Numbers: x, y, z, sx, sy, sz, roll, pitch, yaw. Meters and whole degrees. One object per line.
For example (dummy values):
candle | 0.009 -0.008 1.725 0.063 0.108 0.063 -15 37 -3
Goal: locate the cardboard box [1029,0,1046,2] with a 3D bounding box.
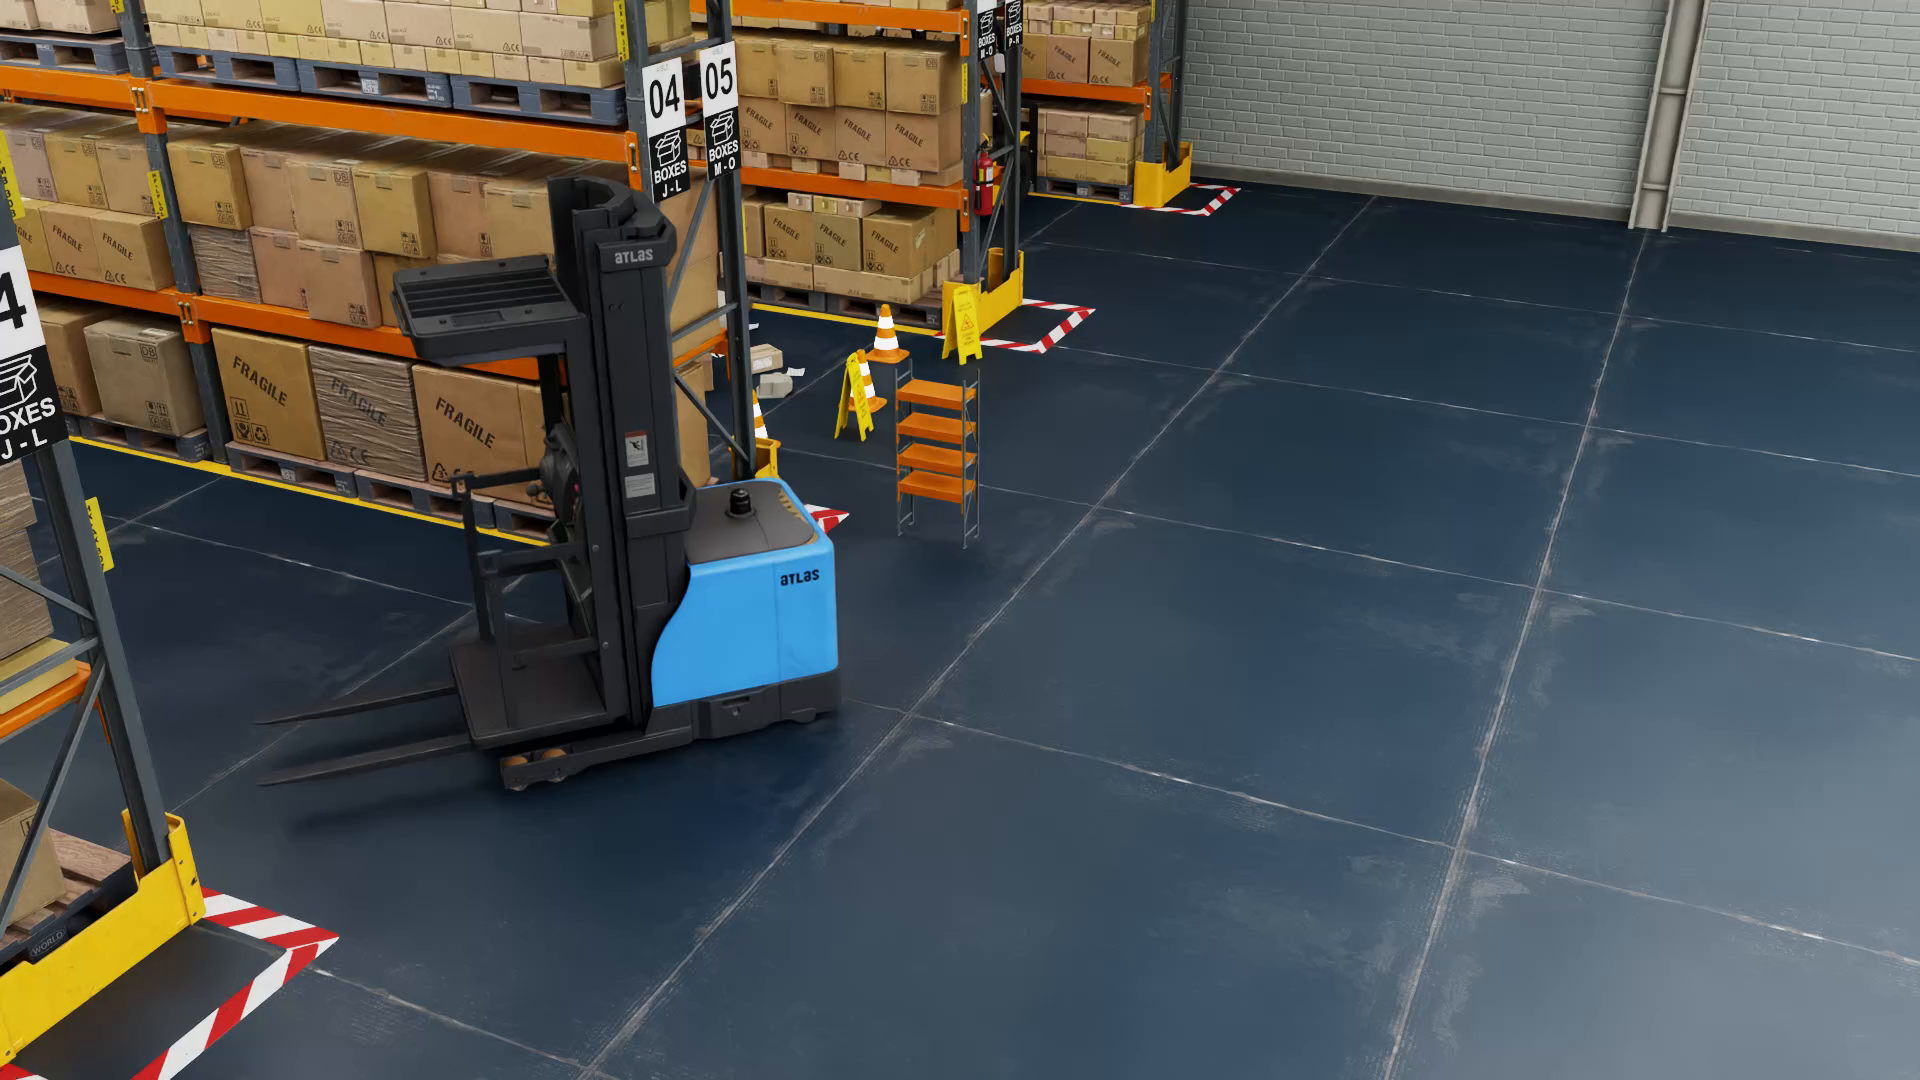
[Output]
cardboard box | 0.983 -6.285 19.436 0.250 0.149 0.380 11 28 21

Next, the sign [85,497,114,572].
sign | -3.590 -0.013 6.901 0.005 0.325 0.100 11 28 22

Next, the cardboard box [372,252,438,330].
cardboard box | -3.493 -1.824 11.390 0.500 0.550 0.875 11 28 22

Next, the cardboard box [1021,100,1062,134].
cardboard box | 0.860 -4.929 19.371 0.500 0.250 0.500 12 29 22

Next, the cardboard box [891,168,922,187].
cardboard box | -0.418 -3.263 14.765 0.250 0.149 0.380 11 28 21

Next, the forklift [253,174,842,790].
forklift | -2.225 -0.286 8.512 3.031 2.935 1.130 -10 28 -20

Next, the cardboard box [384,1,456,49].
cardboard box | -3.142 -3.189 10.179 0.500 0.250 0.500 11 28 22

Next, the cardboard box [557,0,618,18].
cardboard box | -2.117 -3.132 9.612 0.250 0.149 0.380 12 29 22

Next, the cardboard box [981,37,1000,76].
cardboard box | 0.385 -5.697 19.312 0.500 0.500 0.500 12 28 22

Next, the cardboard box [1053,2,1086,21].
cardboard box | 1.243 -5.983 18.822 0.250 0.149 0.380 12 28 22

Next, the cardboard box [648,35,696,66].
cardboard box | -1.849 -3.040 10.329 0.250 0.149 0.380 12 28 22

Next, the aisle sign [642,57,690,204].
aisle sign | -1.729 -2.415 9.816 0.004 0.787 0.394 11 28 22

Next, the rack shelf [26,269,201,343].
rack shelf | -7.131 -2.157 13.049 4.000 0.370 1.077 11 28 22

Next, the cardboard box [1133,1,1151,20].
cardboard box | 2.121 -6.004 18.865 0.250 0.149 0.380 11 28 21

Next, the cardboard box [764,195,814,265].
cardboard box | -1.483 -2.913 15.560 0.500 0.500 0.500 11 28 21

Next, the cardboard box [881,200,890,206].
cardboard box | -0.832 -3.039 15.816 0.500 0.500 0.500 10 28 20

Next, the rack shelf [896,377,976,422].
rack shelf | -0.151 -0.921 10.873 0.480 0.148 0.258 11 28 22

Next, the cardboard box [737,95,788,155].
cardboard box | -1.682 -3.845 15.213 0.500 0.500 0.500 12 29 22

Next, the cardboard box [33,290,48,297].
cardboard box | -7.638 -1.718 13.416 0.750 0.750 1.050 12 29 23

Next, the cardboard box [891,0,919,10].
cardboard box | -0.393 -4.609 14.105 0.250 0.149 0.380 12 28 22

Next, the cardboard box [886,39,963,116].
cardboard box | -0.268 -4.024 14.445 0.500 0.500 0.700 11 28 21

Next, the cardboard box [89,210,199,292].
cardboard box | -5.897 -2.147 12.101 0.500 0.500 0.500 11 28 21

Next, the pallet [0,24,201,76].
pallet | -6.166 -3.522 11.827 1.217 0.209 0.805 10 28 20

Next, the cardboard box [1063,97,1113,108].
cardboard box | 1.523 -5.045 19.607 0.500 0.250 0.500 11 28 22

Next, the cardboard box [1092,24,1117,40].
cardboard box | 1.662 -5.709 18.603 0.250 0.149 0.380 12 29 23

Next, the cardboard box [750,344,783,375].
cardboard box | -1.741 -1.540 14.209 0.380 0.149 0.250 -18 31 -31

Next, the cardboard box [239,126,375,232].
cardboard box | -4.440 -2.530 11.601 0.550 0.550 0.875 11 28 22

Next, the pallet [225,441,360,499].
pallet | -4.651 -0.692 12.417 1.213 0.211 1.003 11 28 22

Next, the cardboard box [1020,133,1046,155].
cardboard box | 0.835 -4.712 19.497 0.500 0.250 0.500 11 28 21

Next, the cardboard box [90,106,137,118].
cardboard box | -9.213 -4.577 19.081 0.875 0.875 0.875 12 29 23

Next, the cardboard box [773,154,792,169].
cardboard box | -1.525 -3.548 15.345 0.250 0.149 0.380 11 28 22

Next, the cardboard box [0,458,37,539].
cardboard box | -4.203 -0.244 6.767 0.500 0.500 0.500 11 28 22

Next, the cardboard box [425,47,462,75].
cardboard box | -3.039 -2.959 10.165 0.250 0.149 0.380 11 28 21

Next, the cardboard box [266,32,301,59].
cardboard box | -4.193 -3.192 10.636 0.250 0.149 0.380 11 28 21

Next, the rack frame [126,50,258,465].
rack frame | -5.311 -2.114 12.148 0.127 3.000 1.000 11 28 22

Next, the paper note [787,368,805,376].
paper note | -1.397 -1.432 14.123 0.142 0.019 0.148 2 26 4

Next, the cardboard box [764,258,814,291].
cardboard box | -1.507 -2.577 15.726 0.500 0.250 0.500 10 28 20

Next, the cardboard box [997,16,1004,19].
cardboard box | 0.539 -5.981 19.155 0.250 0.149 0.380 11 28 21

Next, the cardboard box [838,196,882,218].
cardboard box | -0.912 -3.055 15.114 0.250 0.149 0.380 12 29 23

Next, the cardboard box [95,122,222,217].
cardboard box | -5.765 -2.696 12.084 0.500 0.500 0.700 11 28 21

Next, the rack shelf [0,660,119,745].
rack shelf | -5.635 0.550 7.550 4.000 0.370 1.077 11 28 22

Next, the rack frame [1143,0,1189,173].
rack frame | 2.339 -5.388 18.797 0.127 3.000 1.000 11 28 22

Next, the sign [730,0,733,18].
sign | -1.434 -3.378 10.240 0.005 0.325 0.100 11 28 22

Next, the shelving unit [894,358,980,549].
shelving unit | -0.151 -0.569 11.046 0.503 1.200 0.258 11 28 22

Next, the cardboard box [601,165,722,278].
cardboard box | -1.991 -2.018 10.560 0.550 0.550 0.875 11 28 22

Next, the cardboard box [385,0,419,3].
cardboard box | -3.274 -3.364 10.084 0.250 0.149 0.380 11 28 21

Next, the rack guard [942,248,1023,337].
rack guard | 0.218 -2.284 15.323 0.348 0.500 1.175 11 28 22

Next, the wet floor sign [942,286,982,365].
wet floor sign | 0.017 -1.870 14.318 0.232 0.644 0.267 23 35 39

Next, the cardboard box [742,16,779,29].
cardboard box | -2.327 -6.354 20.364 0.500 0.250 0.500 11 28 20

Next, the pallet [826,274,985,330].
pallet | -0.507 -2.317 15.717 1.213 0.211 1.003 11 28 22

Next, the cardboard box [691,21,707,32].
cardboard box | -2.587 -4.480 15.371 0.500 0.500 0.700 12 28 22
